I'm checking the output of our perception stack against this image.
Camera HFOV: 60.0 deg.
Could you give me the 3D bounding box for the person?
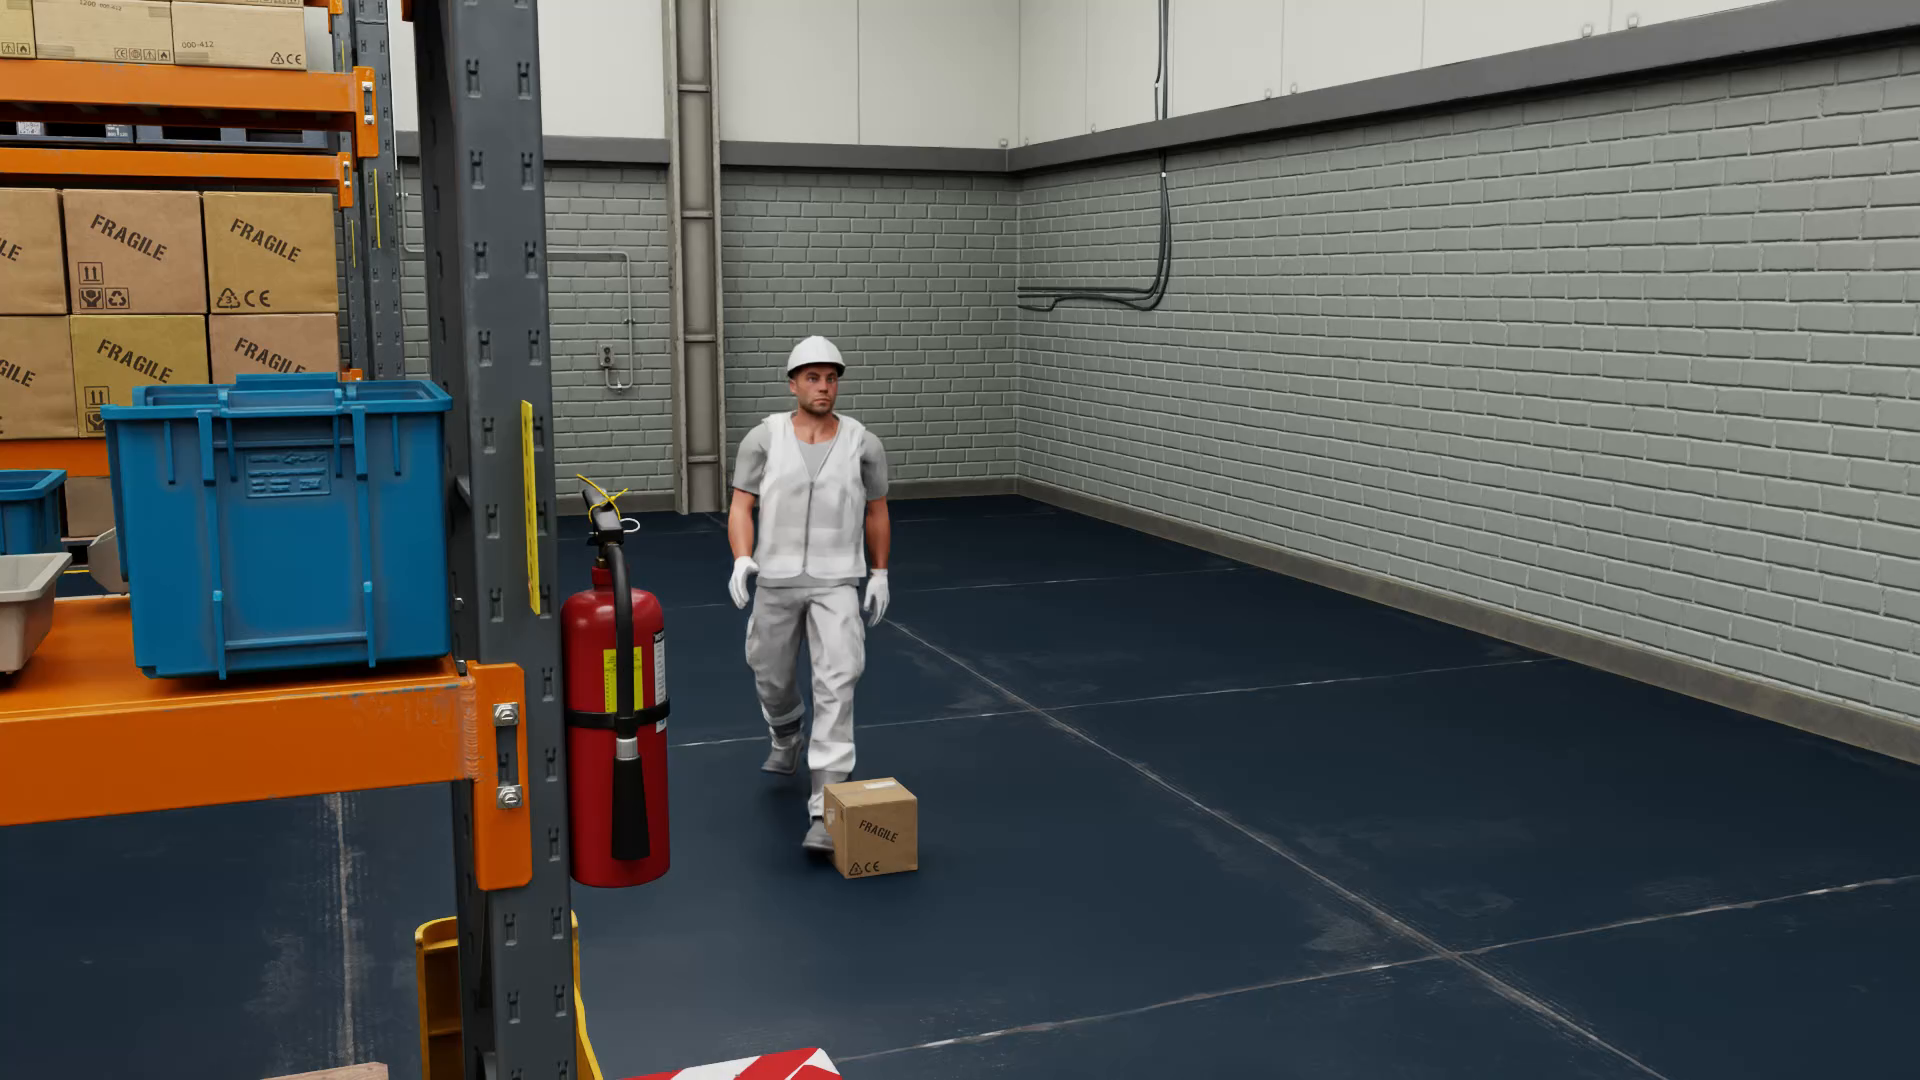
[{"bbox_3d":[-0.537,0.157,5.897,0.559,1.749,1.062,0,9,1],"label":"person"}]
